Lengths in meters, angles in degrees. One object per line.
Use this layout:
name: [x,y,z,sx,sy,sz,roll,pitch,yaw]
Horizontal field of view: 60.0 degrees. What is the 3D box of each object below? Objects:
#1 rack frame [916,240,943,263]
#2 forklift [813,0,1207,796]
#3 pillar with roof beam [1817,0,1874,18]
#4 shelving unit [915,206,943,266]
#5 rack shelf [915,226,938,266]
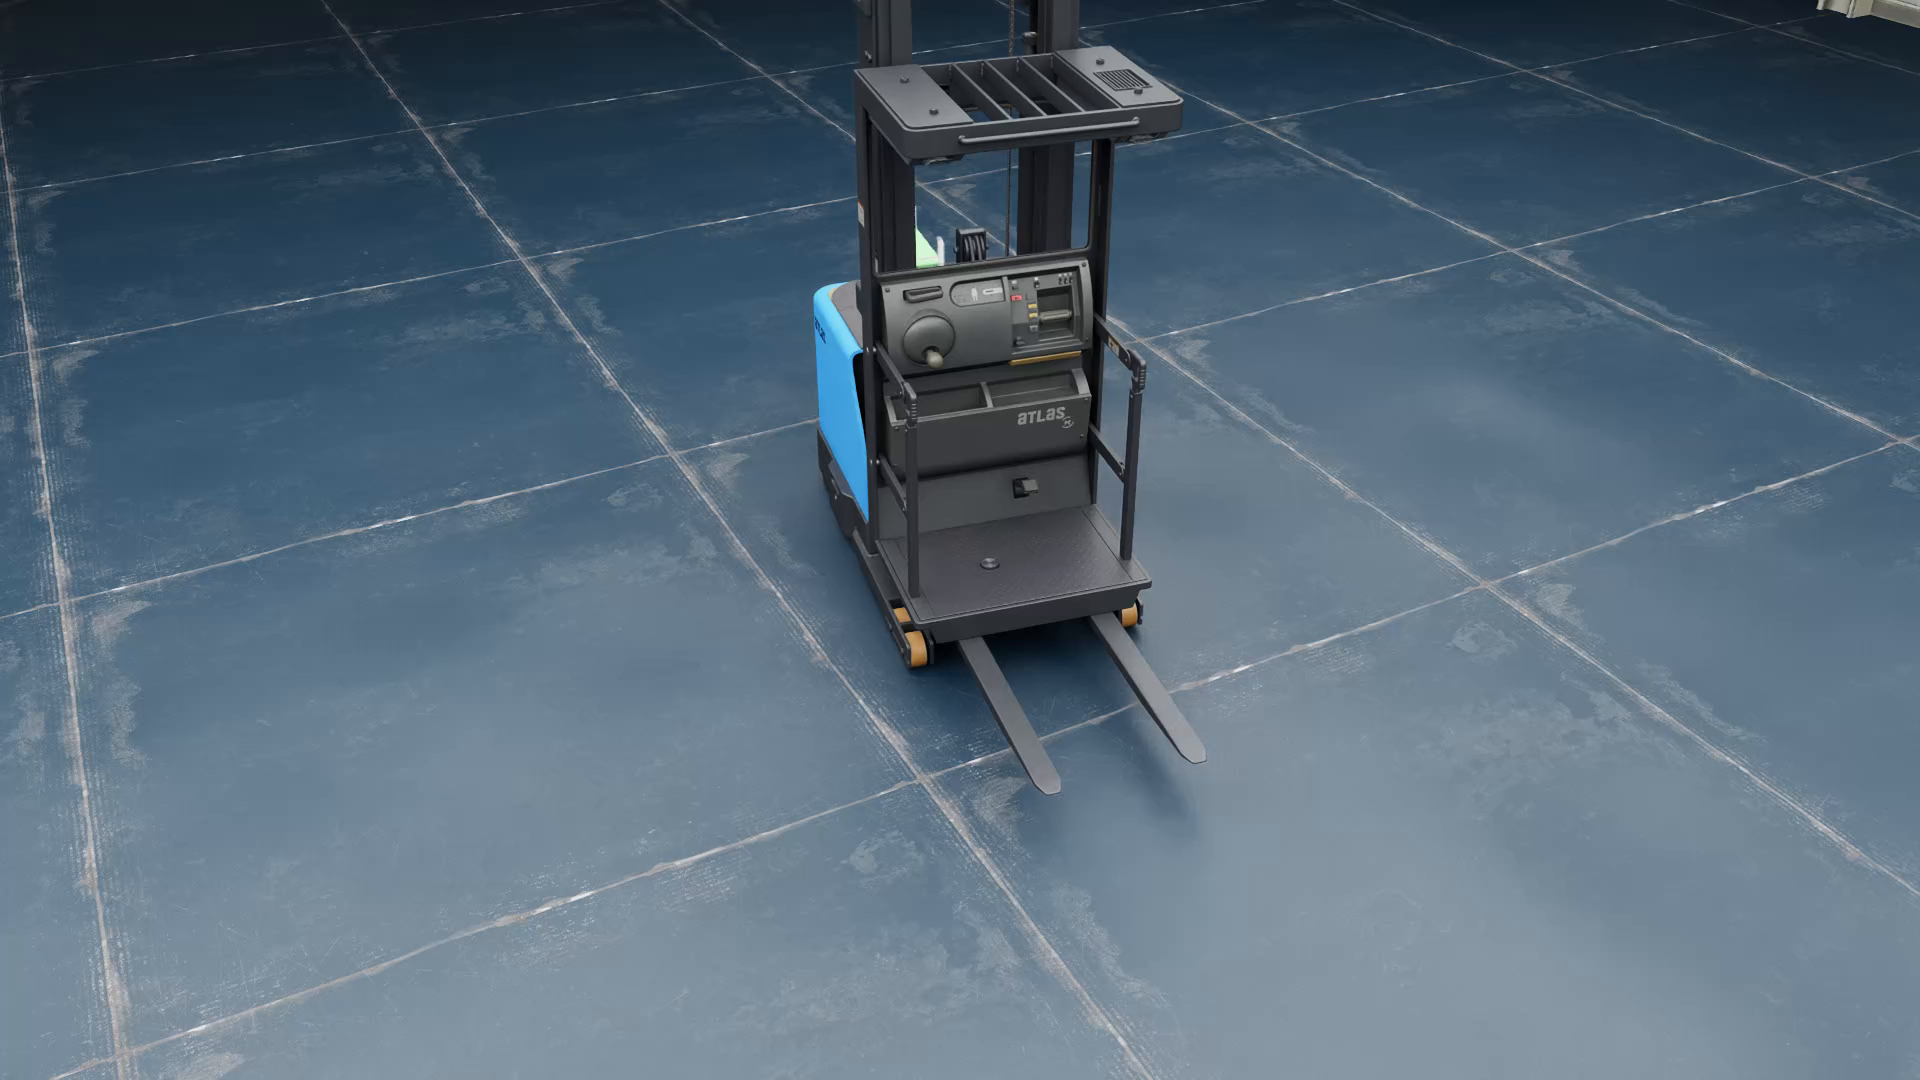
rack frame: [-0.203,-0.985,8.675,0.240,1.200,0.015,-10,34,-15]
forklift: [0.190,-0.910,6.953,1.130,2.935,3.031,-10,34,-15]
pillar with roof beam: [4.899,-7.915,12.263,9.100,9.000,0.400,-16,36,-23]
shelving unit: [-0.276,-1.110,8.871,0.258,1.200,0.503,-10,34,-15]
rack shelf: [-0.276,-1.461,8.646,0.258,0.148,0.480,-10,34,-15]
